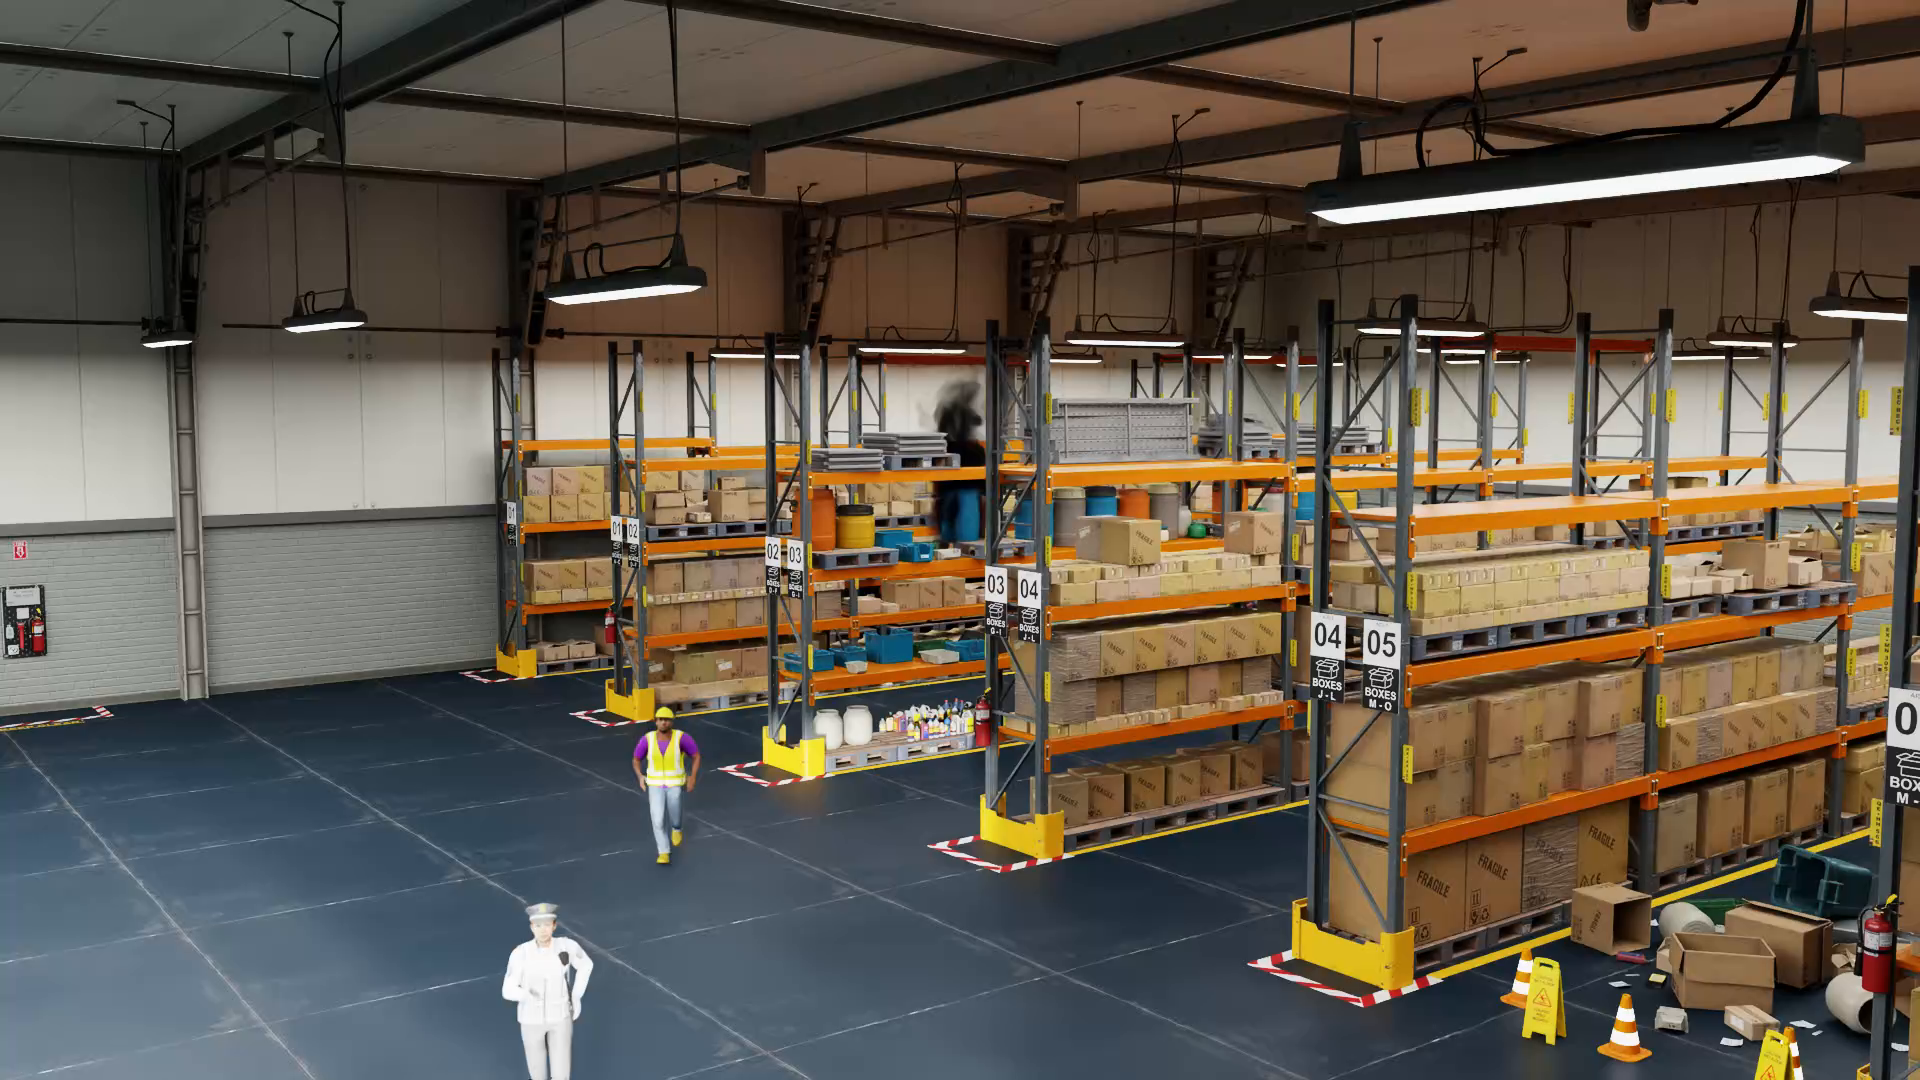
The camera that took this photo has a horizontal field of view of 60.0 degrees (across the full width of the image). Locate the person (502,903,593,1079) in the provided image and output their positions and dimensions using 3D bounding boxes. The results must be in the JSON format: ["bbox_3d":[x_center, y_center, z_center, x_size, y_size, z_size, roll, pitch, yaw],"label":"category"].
[{"bbox_3d":[-2.822,3.326,11.386,0.592,1.734,0.684,-1,5,-10],"label":"person"}]

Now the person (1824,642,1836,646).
[{"bbox_3d":[12.360,2.265,23.653,0.600,1.628,0.569,-3,6,-31],"label":"person"}]

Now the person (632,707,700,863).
[{"bbox_3d":[-3.253,2.690,18.424,0.749,1.724,0.623,0,5,-6],"label":"person"}]
